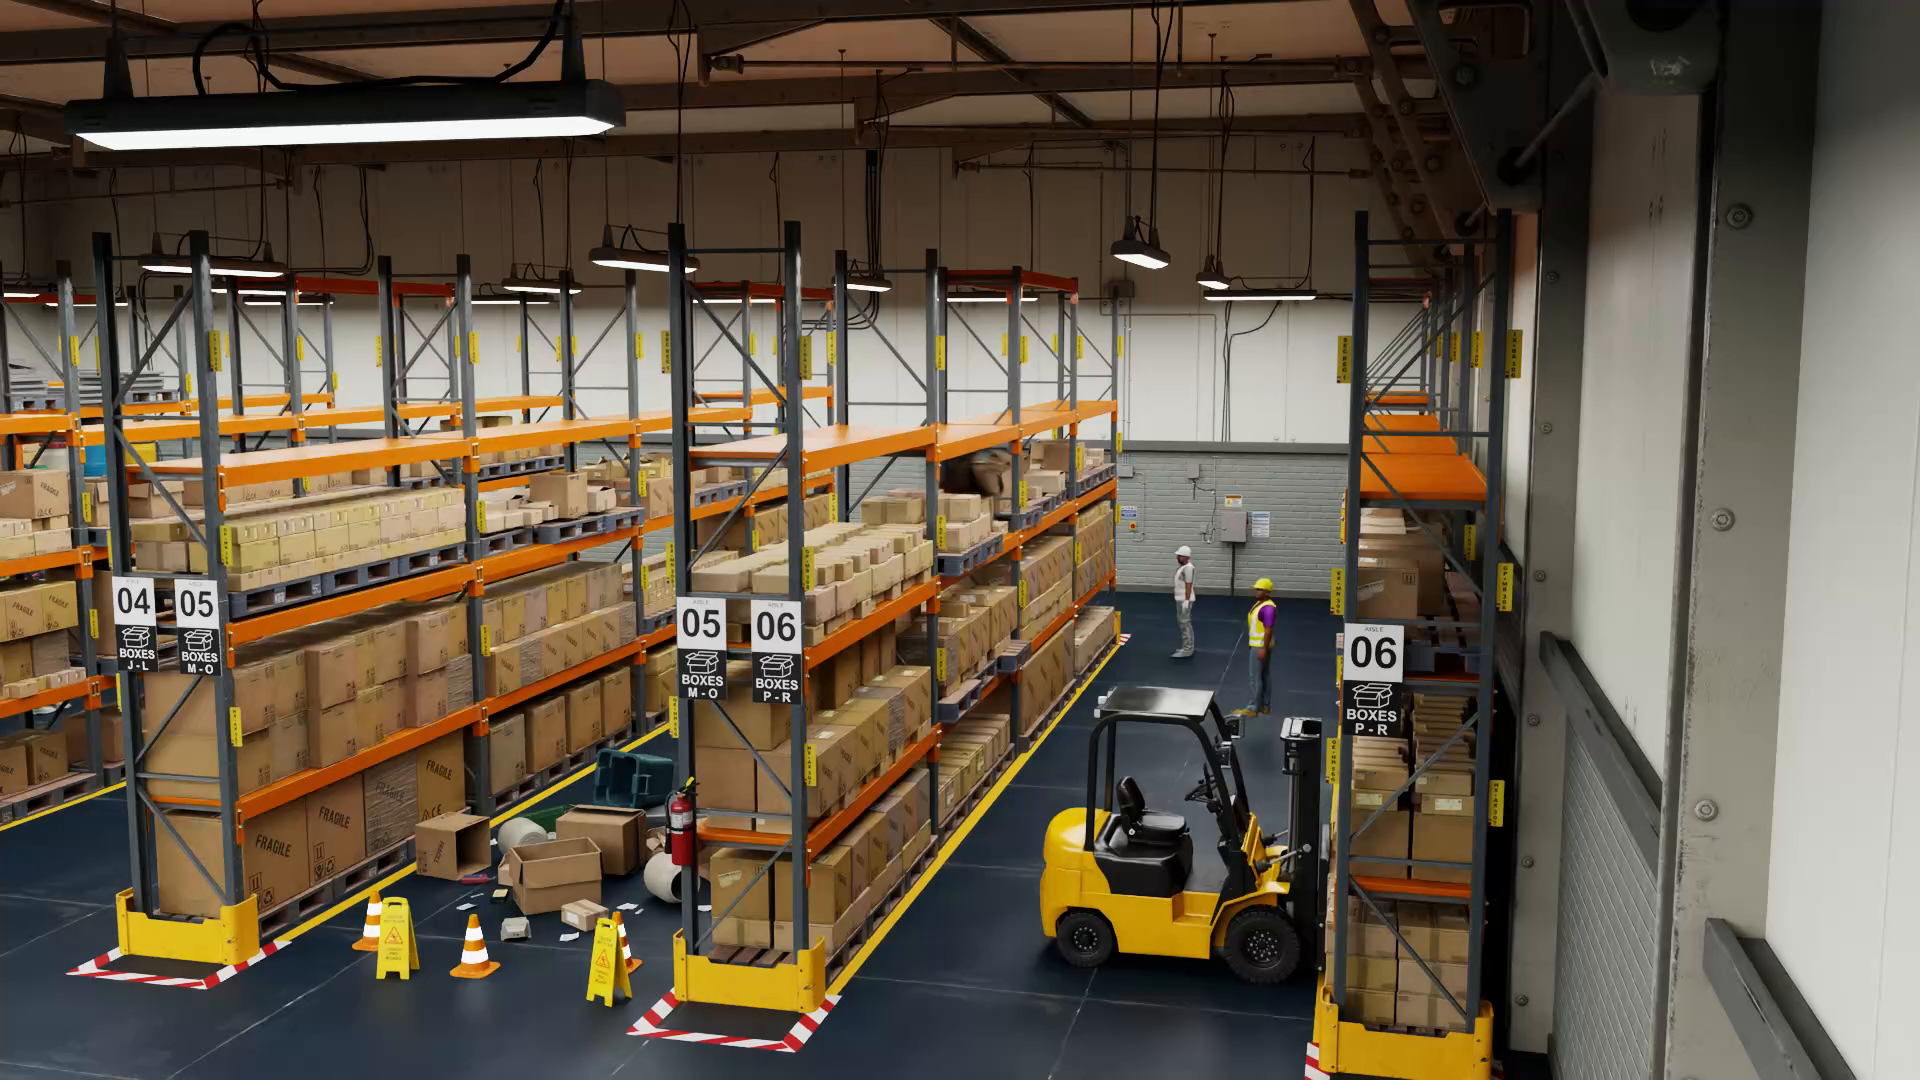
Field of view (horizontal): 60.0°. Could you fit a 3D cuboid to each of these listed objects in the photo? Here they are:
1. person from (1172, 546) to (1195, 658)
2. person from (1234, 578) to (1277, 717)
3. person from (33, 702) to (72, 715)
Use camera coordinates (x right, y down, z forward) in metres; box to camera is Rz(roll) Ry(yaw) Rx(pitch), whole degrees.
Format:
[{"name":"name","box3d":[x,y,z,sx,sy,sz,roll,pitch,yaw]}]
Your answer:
[{"name":"person","box3d":[3.628,0.987,26.959,0.365,1.788,0.646,1,7,5]},{"name":"person","box3d":[3.852,1.376,21.522,0.505,1.767,0.628,2,7,19]},{"name":"person","box3d":[-12.641,1.504,22.853,0.499,1.778,0.613,0,7,-3]}]
